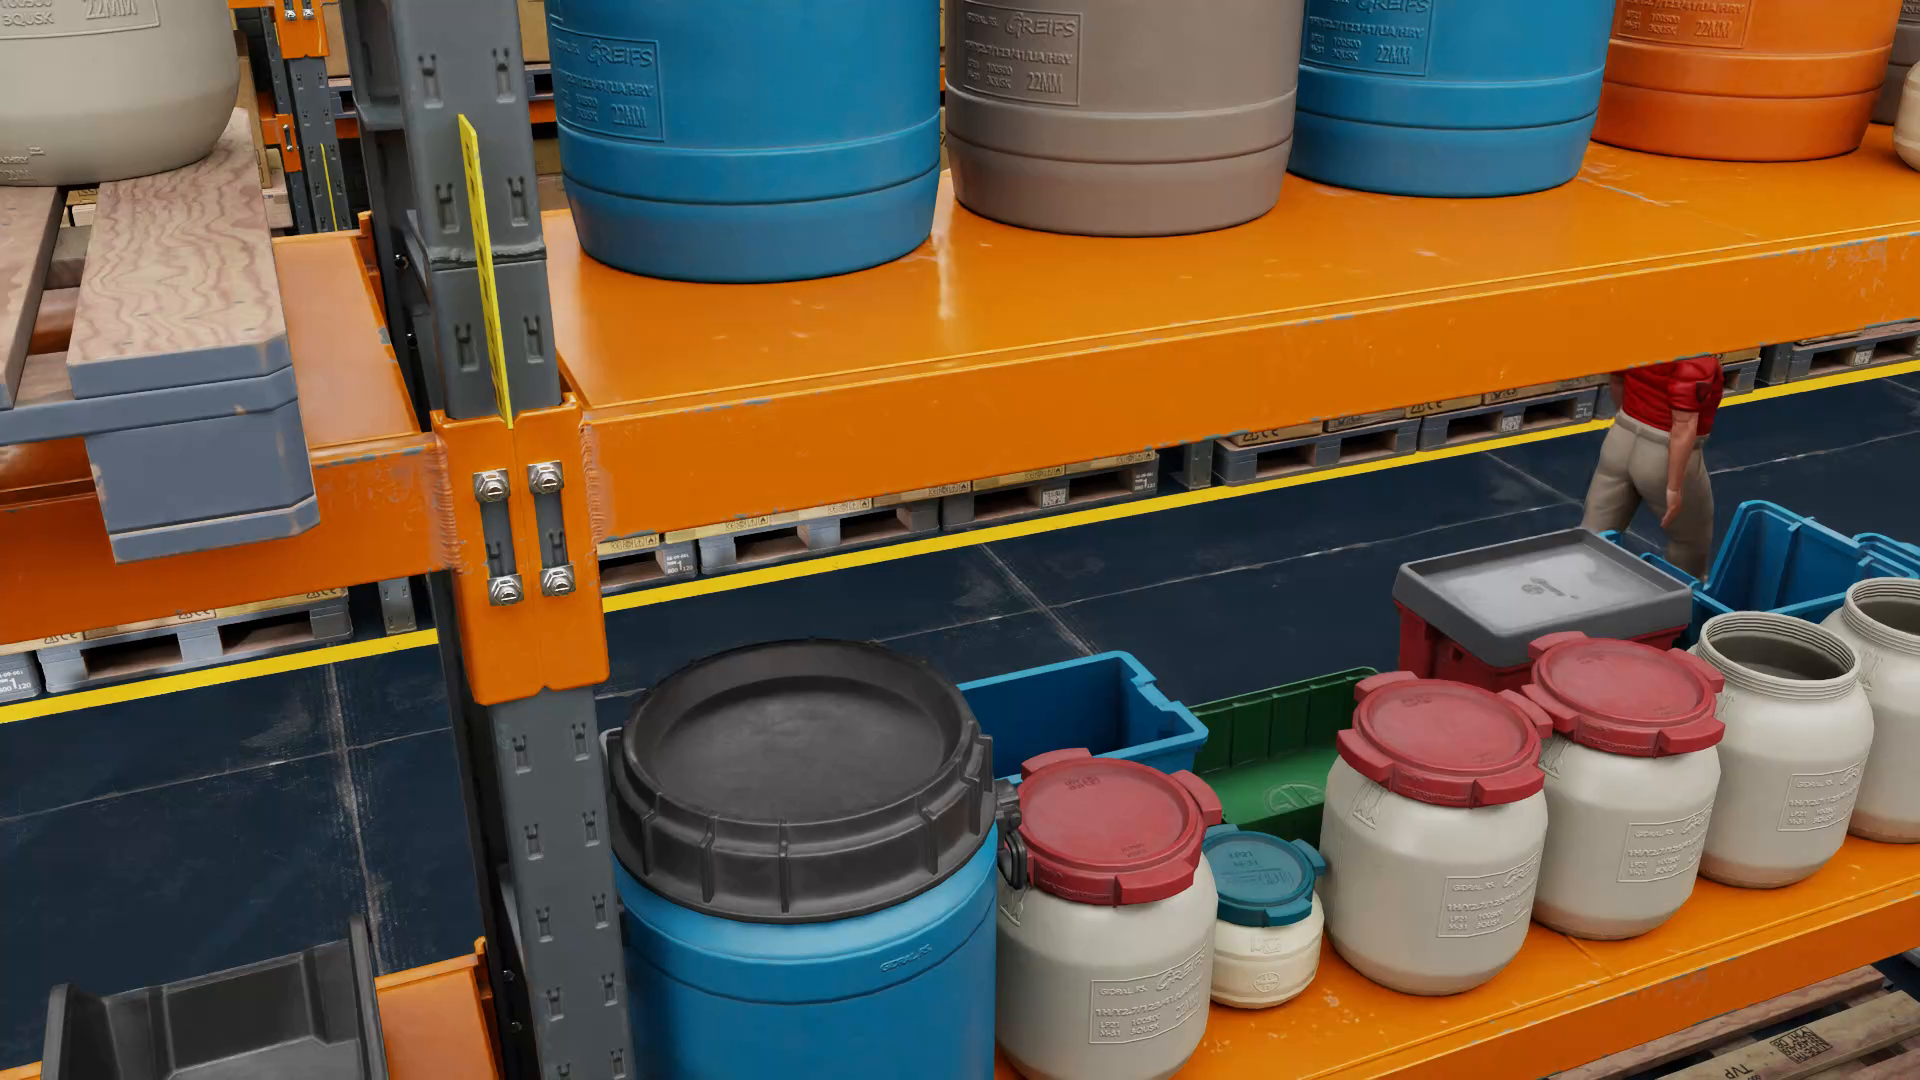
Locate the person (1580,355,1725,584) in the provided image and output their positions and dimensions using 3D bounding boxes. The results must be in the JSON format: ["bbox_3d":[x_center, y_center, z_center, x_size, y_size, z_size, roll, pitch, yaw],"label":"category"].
[{"bbox_3d":[2.892,-0.366,6.889,1.049,1.671,0.579,-13,29,-25],"label":"person"}]
